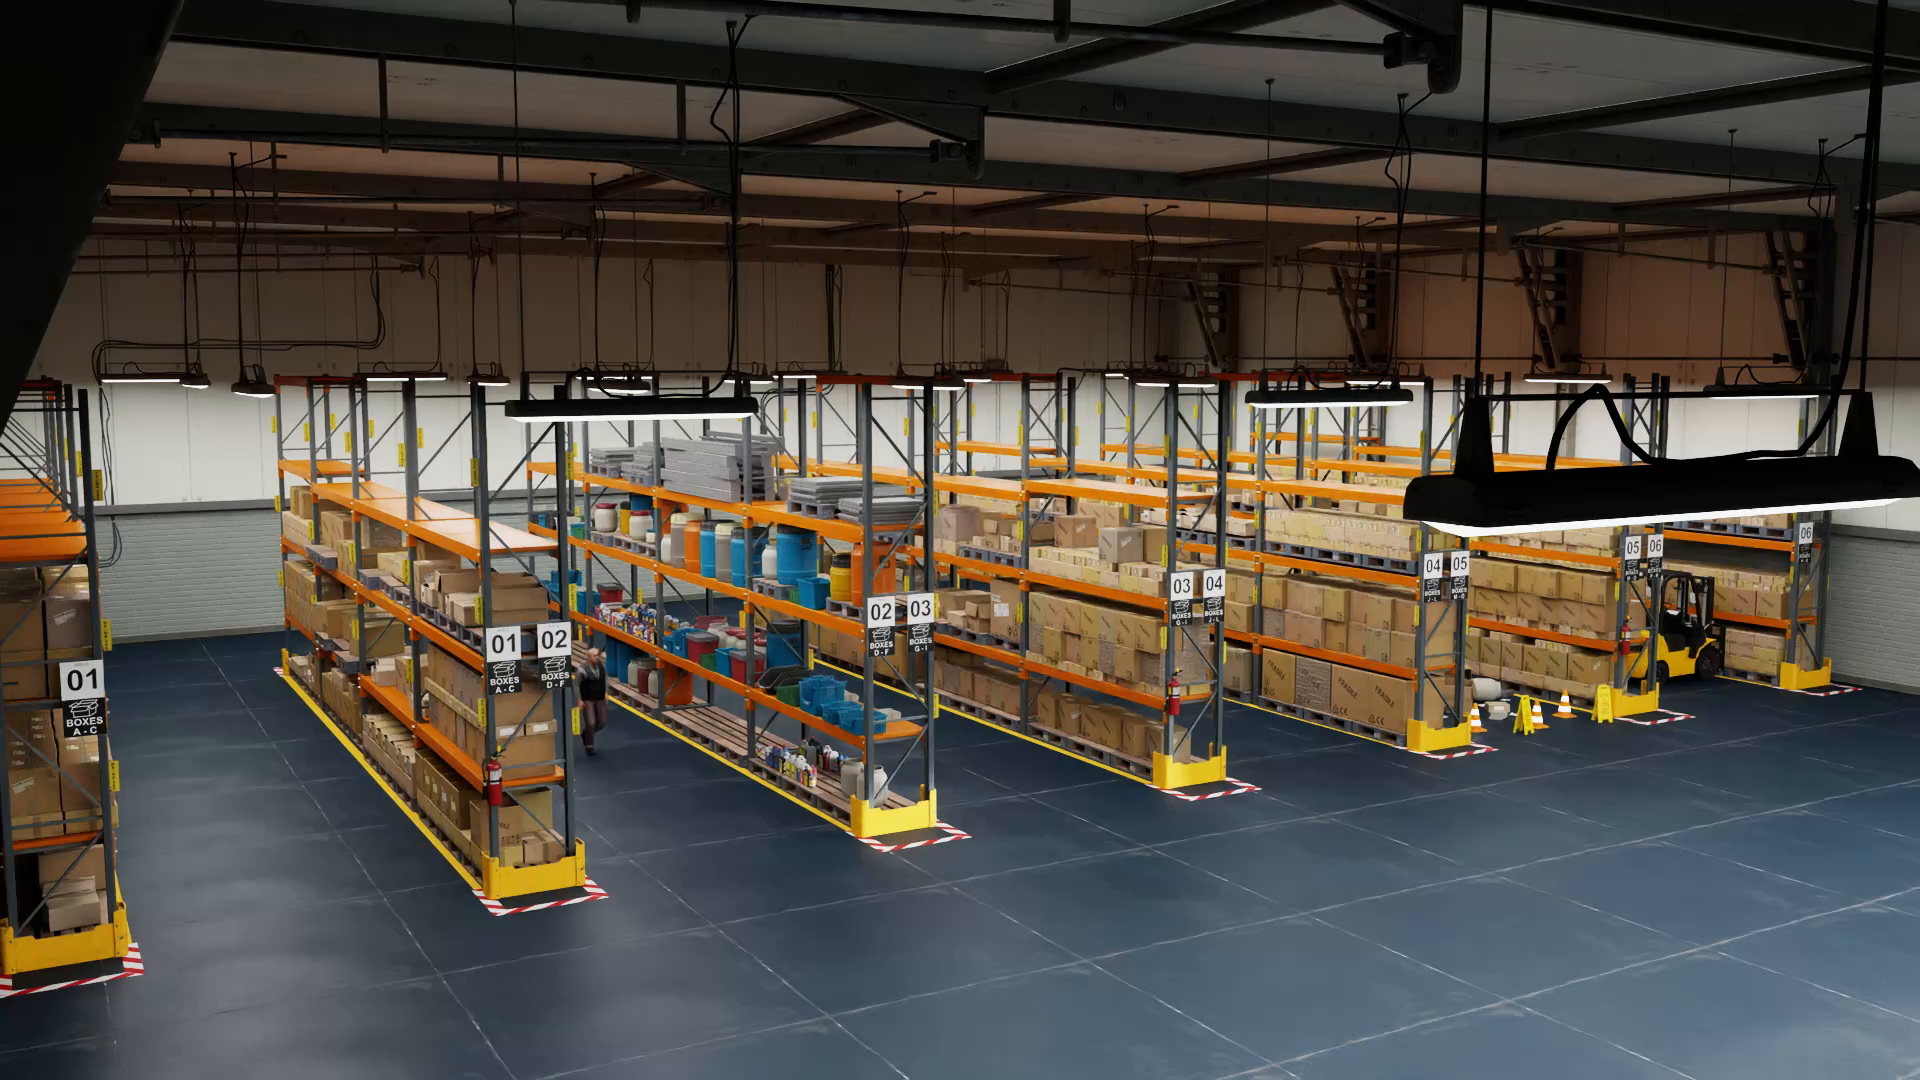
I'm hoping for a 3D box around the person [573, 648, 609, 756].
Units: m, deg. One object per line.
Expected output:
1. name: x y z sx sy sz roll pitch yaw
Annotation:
1. person: -5.957 2.571 26.738 0.585 1.707 0.637 6 9 44
